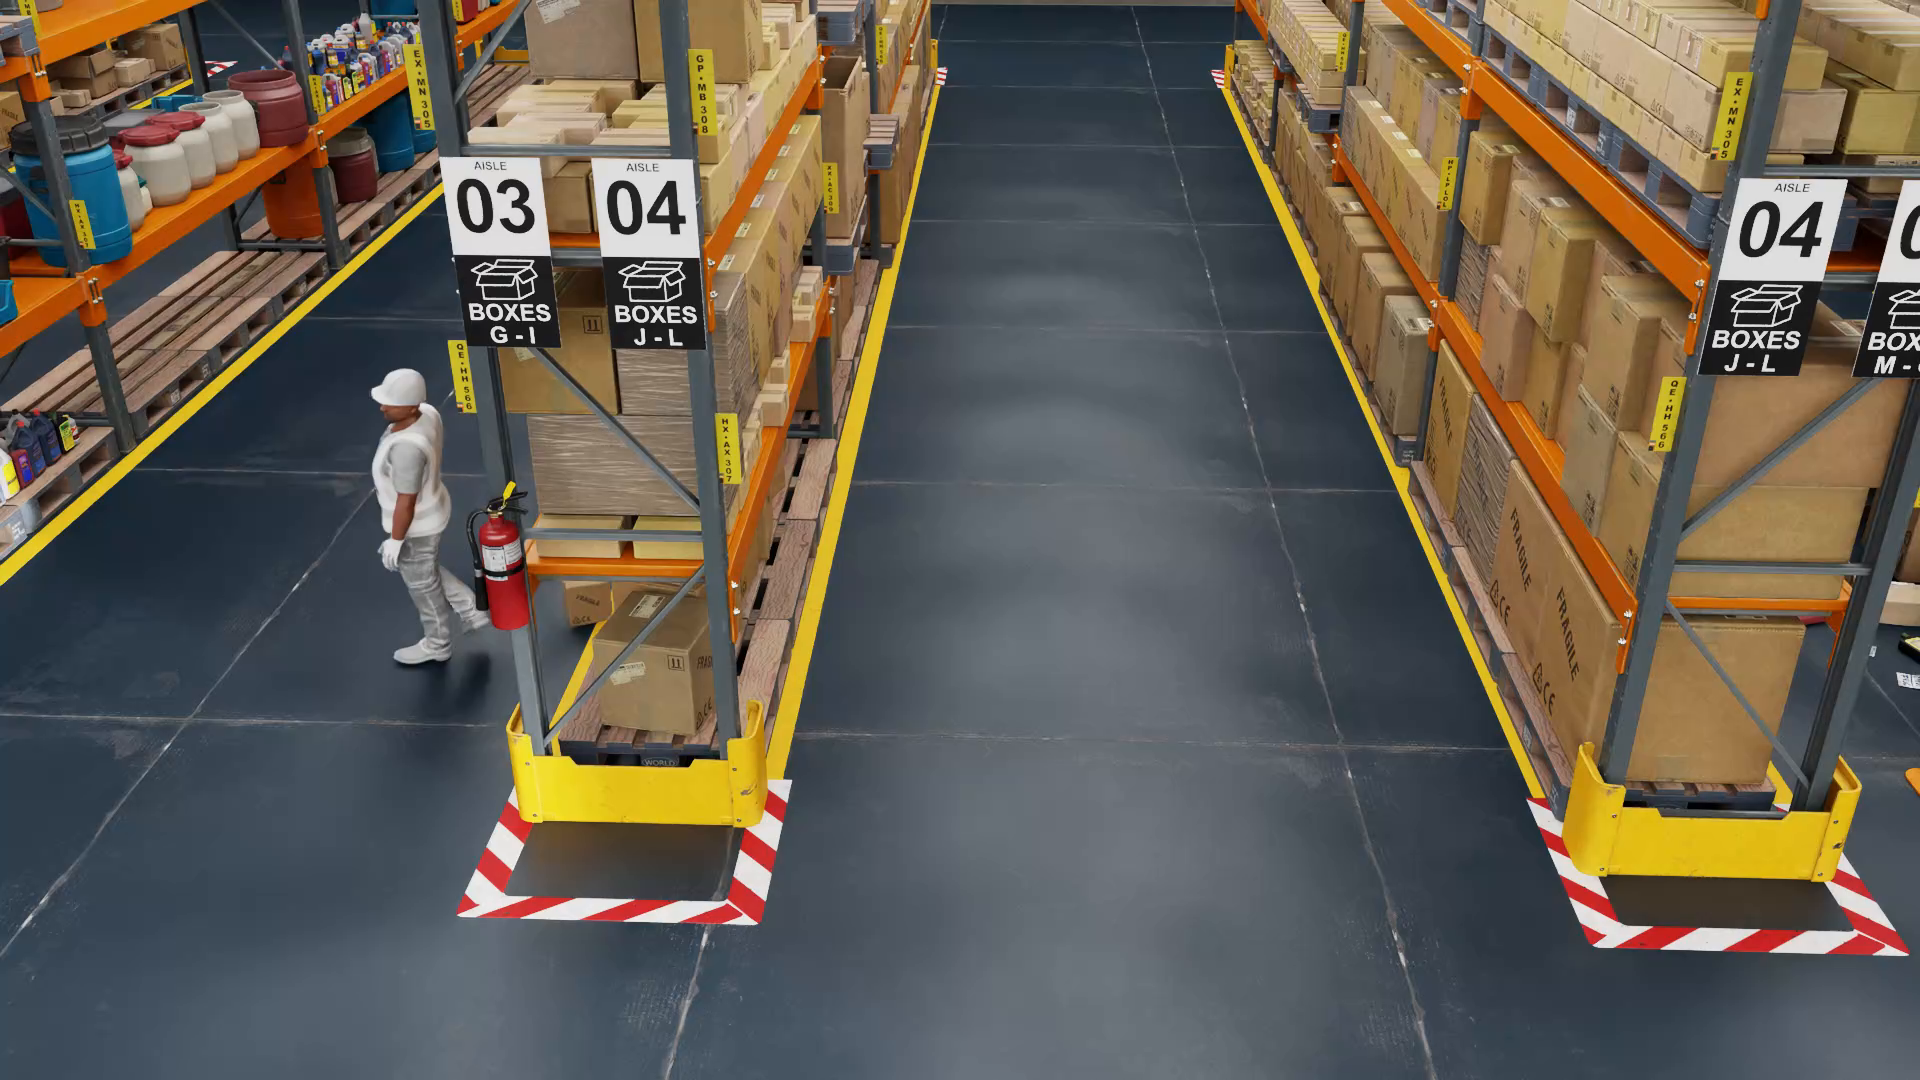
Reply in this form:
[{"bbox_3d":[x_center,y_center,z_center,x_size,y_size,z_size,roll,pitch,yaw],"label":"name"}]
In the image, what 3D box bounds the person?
[{"bbox_3d":[-2.856,-0.104,8.796,0.547,1.759,0.630,-3,28,-6],"label":"person"}]
